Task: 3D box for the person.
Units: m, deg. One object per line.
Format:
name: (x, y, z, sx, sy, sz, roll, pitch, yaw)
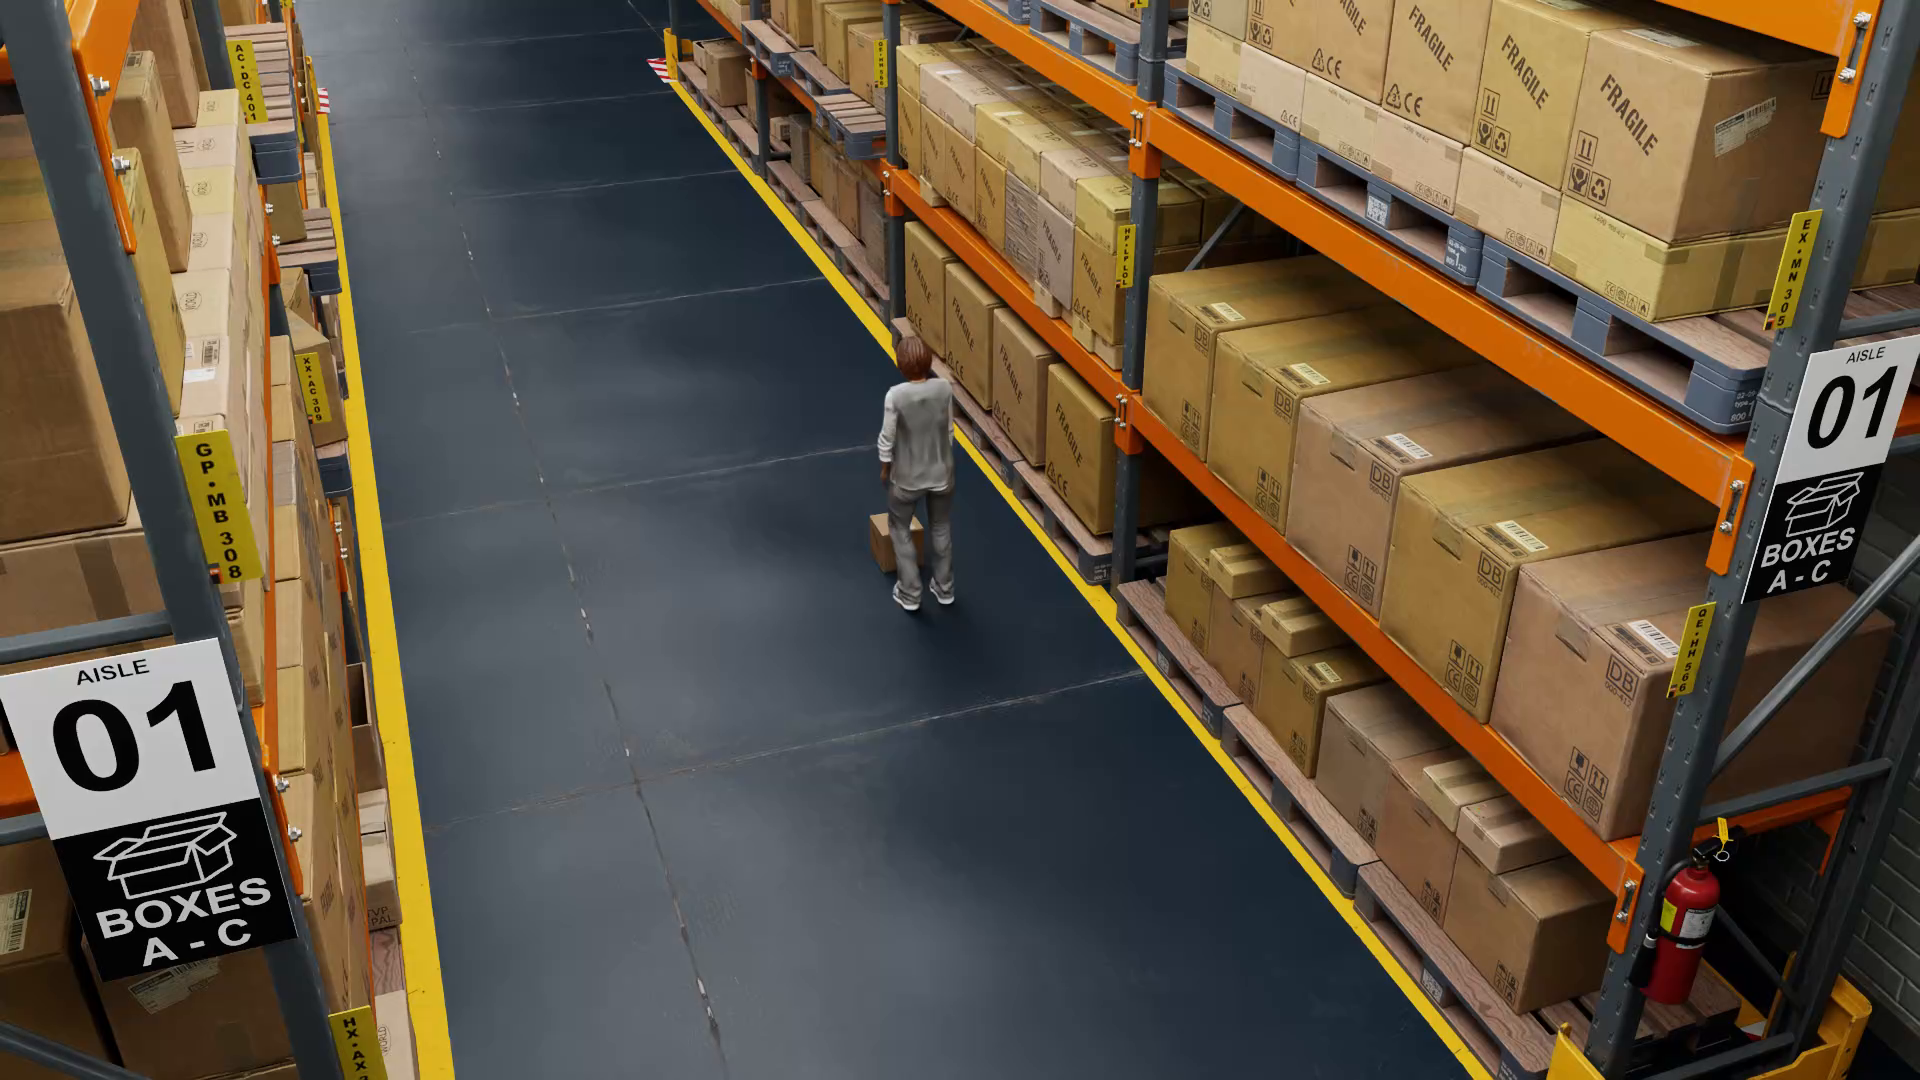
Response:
person: (-0.229, -0.337, 8.953, 0.420, 1.573, 0.353, -9, 32, -16)
